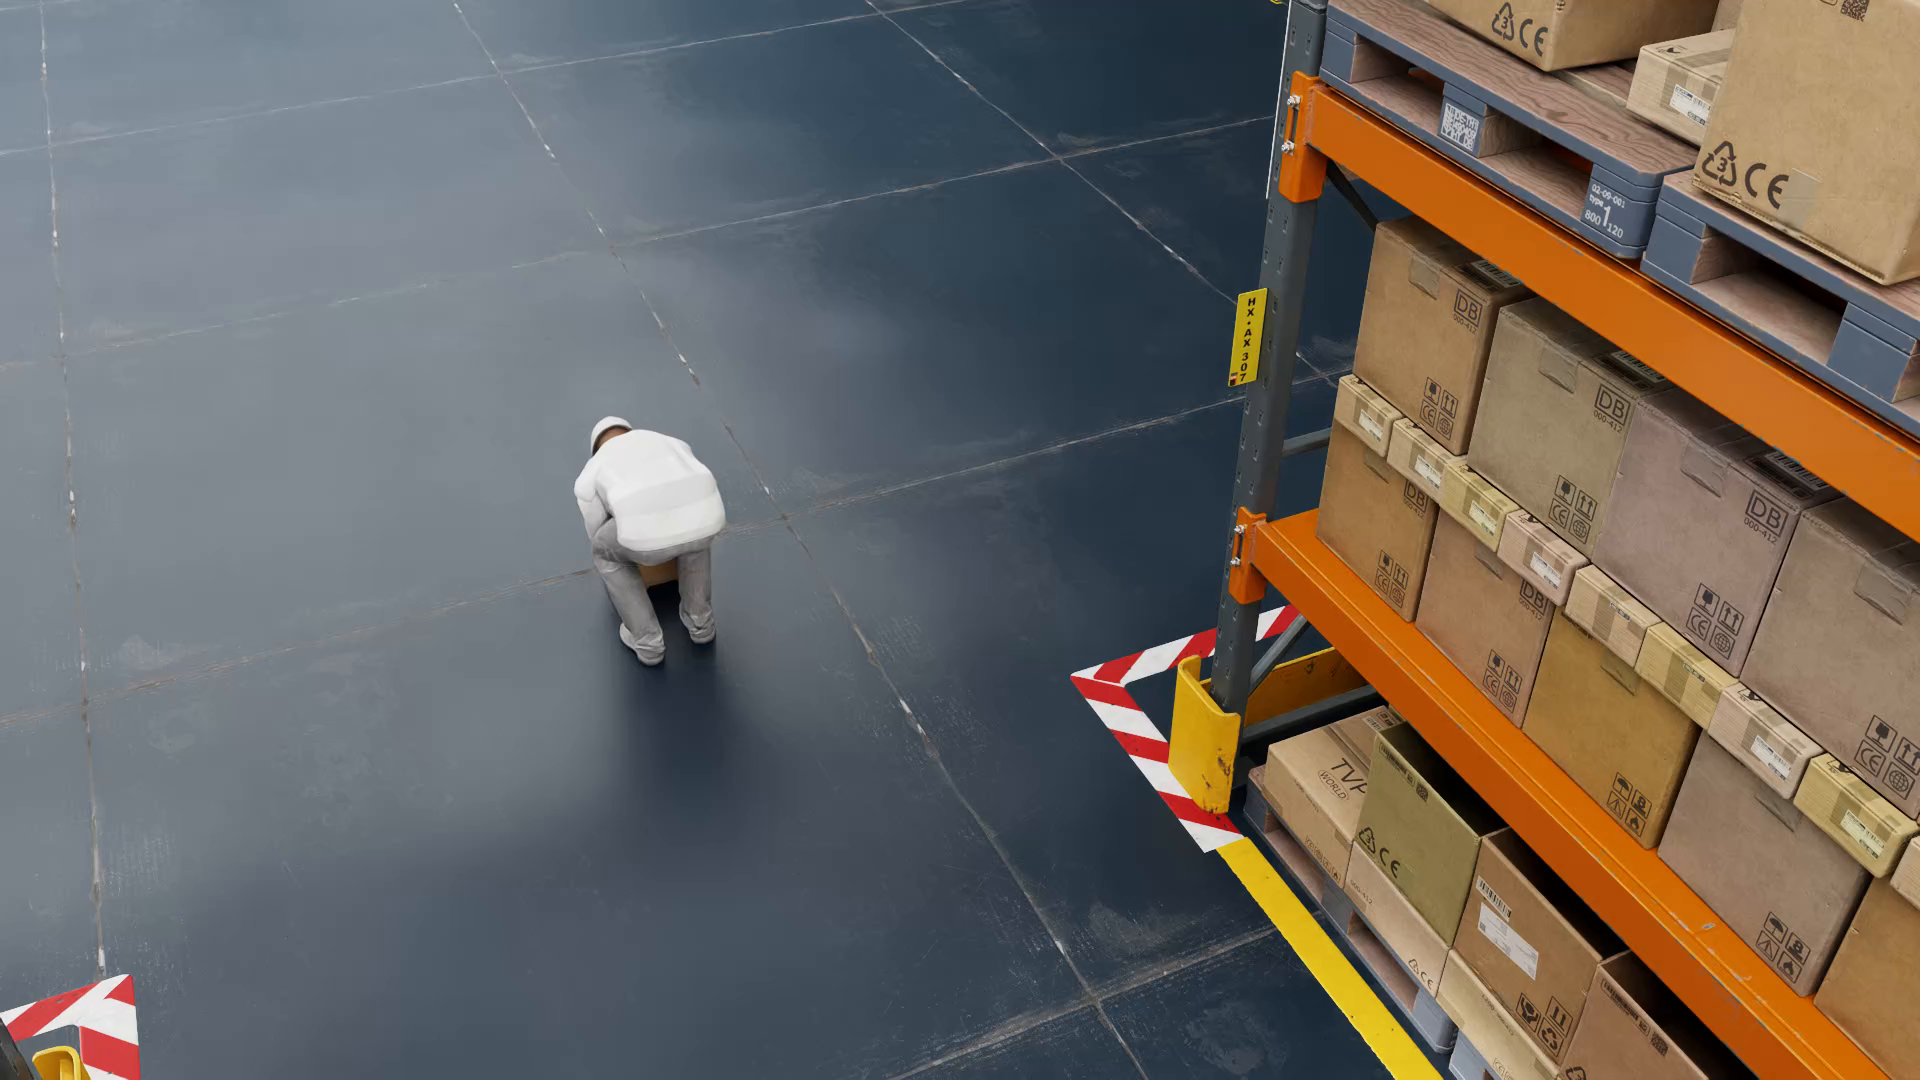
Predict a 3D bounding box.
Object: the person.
[{"bbox_3d":[-1.293,-0.046,6.887,0.500,0.925,0.975,-18,40,-22],"label":"person"}]
